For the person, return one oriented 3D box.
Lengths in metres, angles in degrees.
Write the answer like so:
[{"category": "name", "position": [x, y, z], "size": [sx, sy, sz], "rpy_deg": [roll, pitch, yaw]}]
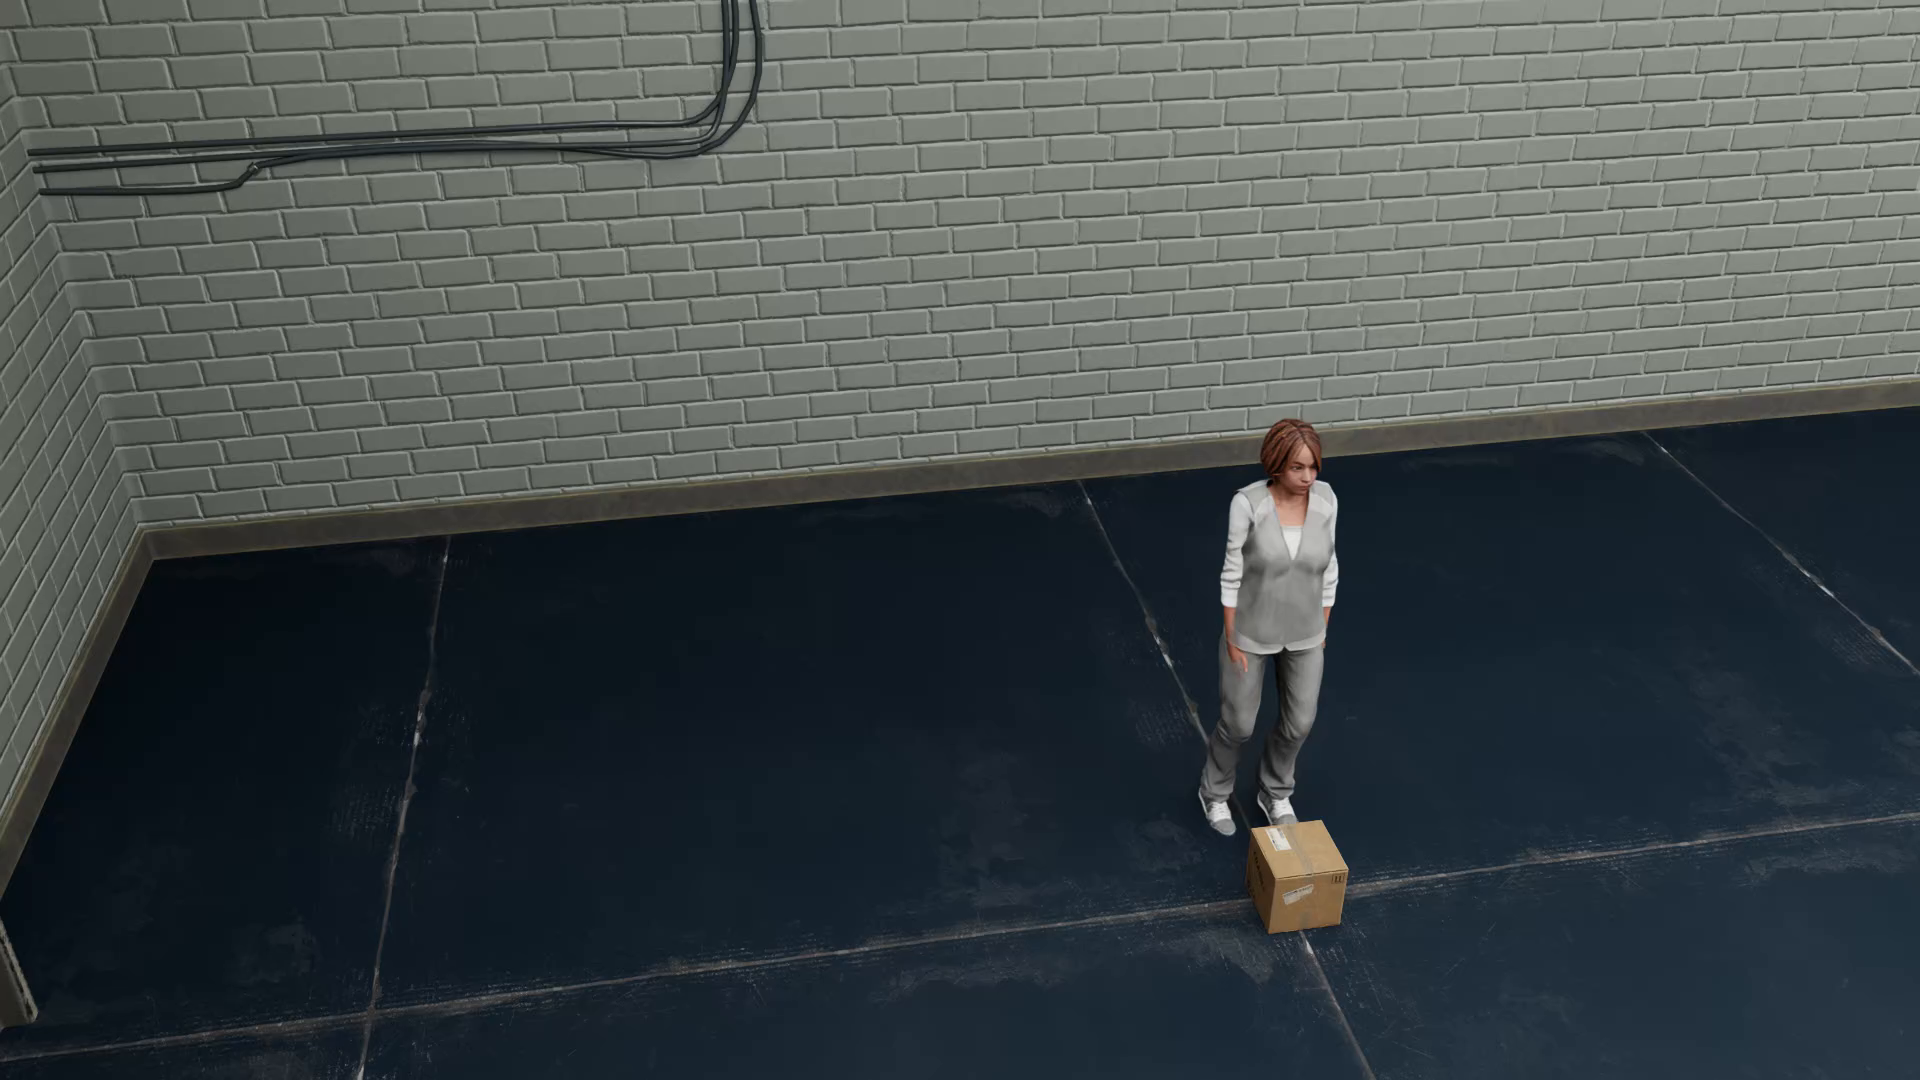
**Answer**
[{"category": "person", "position": [1.066, 0.340, 5.624], "size": [0.409, 1.624, 0.331], "rpy_deg": [-4, 31, -7]}]
